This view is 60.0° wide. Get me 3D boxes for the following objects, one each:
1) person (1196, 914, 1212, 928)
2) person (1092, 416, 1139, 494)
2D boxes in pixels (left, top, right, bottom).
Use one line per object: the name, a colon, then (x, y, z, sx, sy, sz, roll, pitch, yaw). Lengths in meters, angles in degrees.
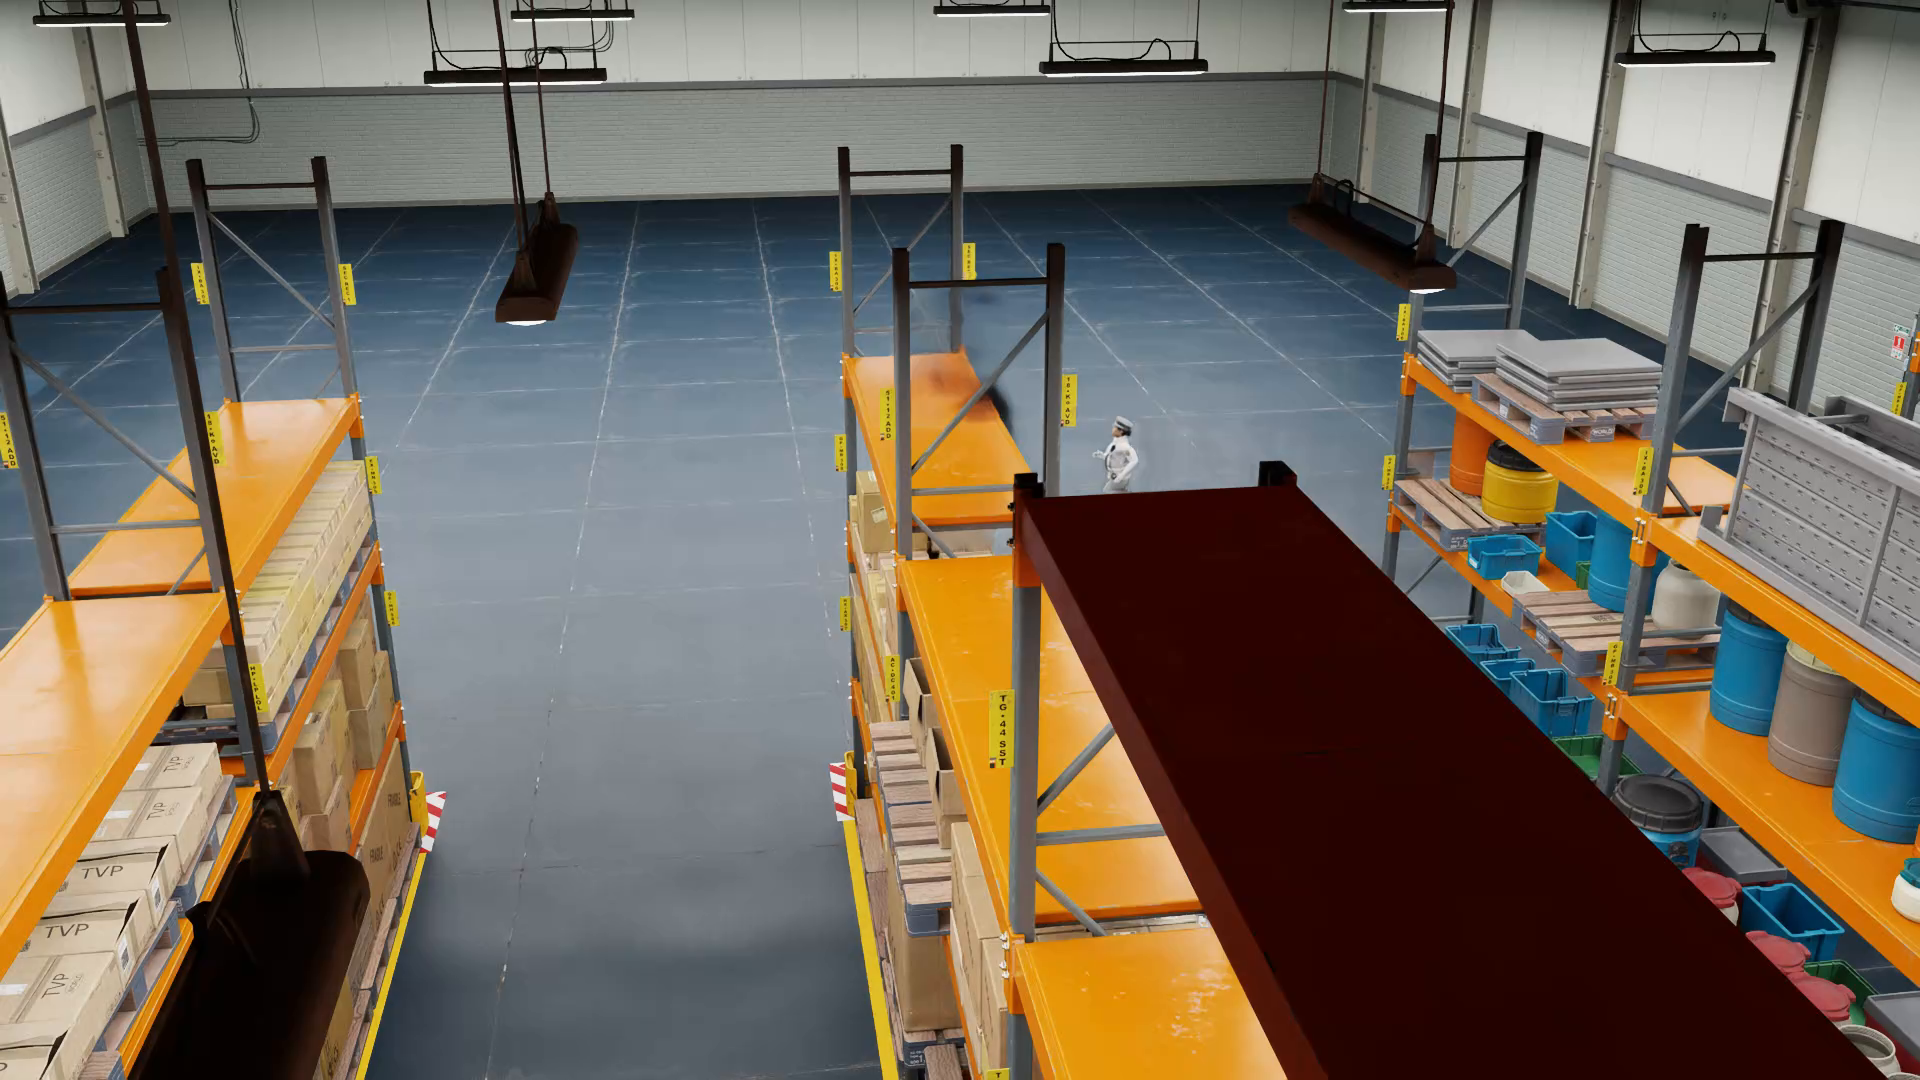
person: (1.507, 3.124, 11.484, 0.584, 1.706, 0.839, -5, 22, -11)
person: (2.030, -0.744, 21.185, 0.812, 1.733, 0.602, 4, 22, 10)
